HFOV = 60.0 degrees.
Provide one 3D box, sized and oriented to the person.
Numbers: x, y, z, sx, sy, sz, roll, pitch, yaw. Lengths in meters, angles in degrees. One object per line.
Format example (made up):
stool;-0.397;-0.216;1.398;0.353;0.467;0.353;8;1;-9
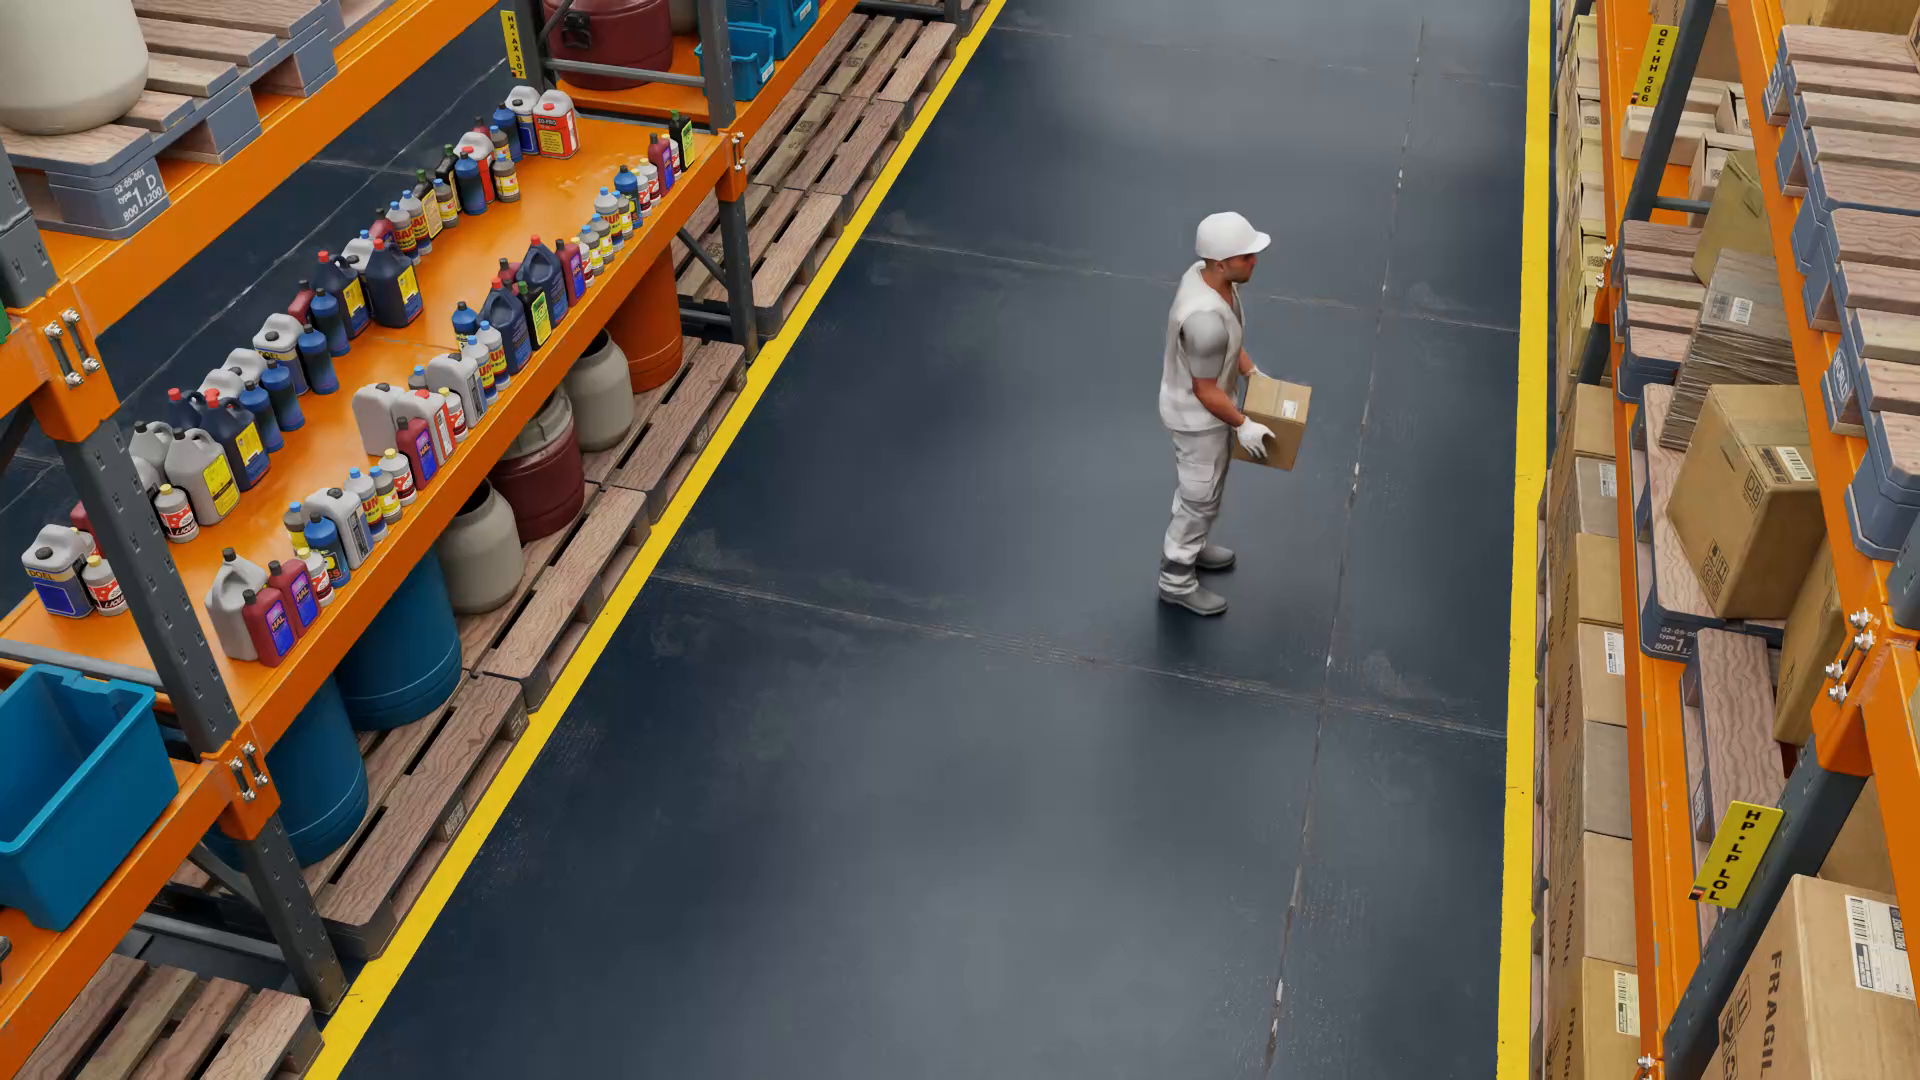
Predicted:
person;1.049;-0.515;6.737;0.486;1.792;0.531;9;42;11
